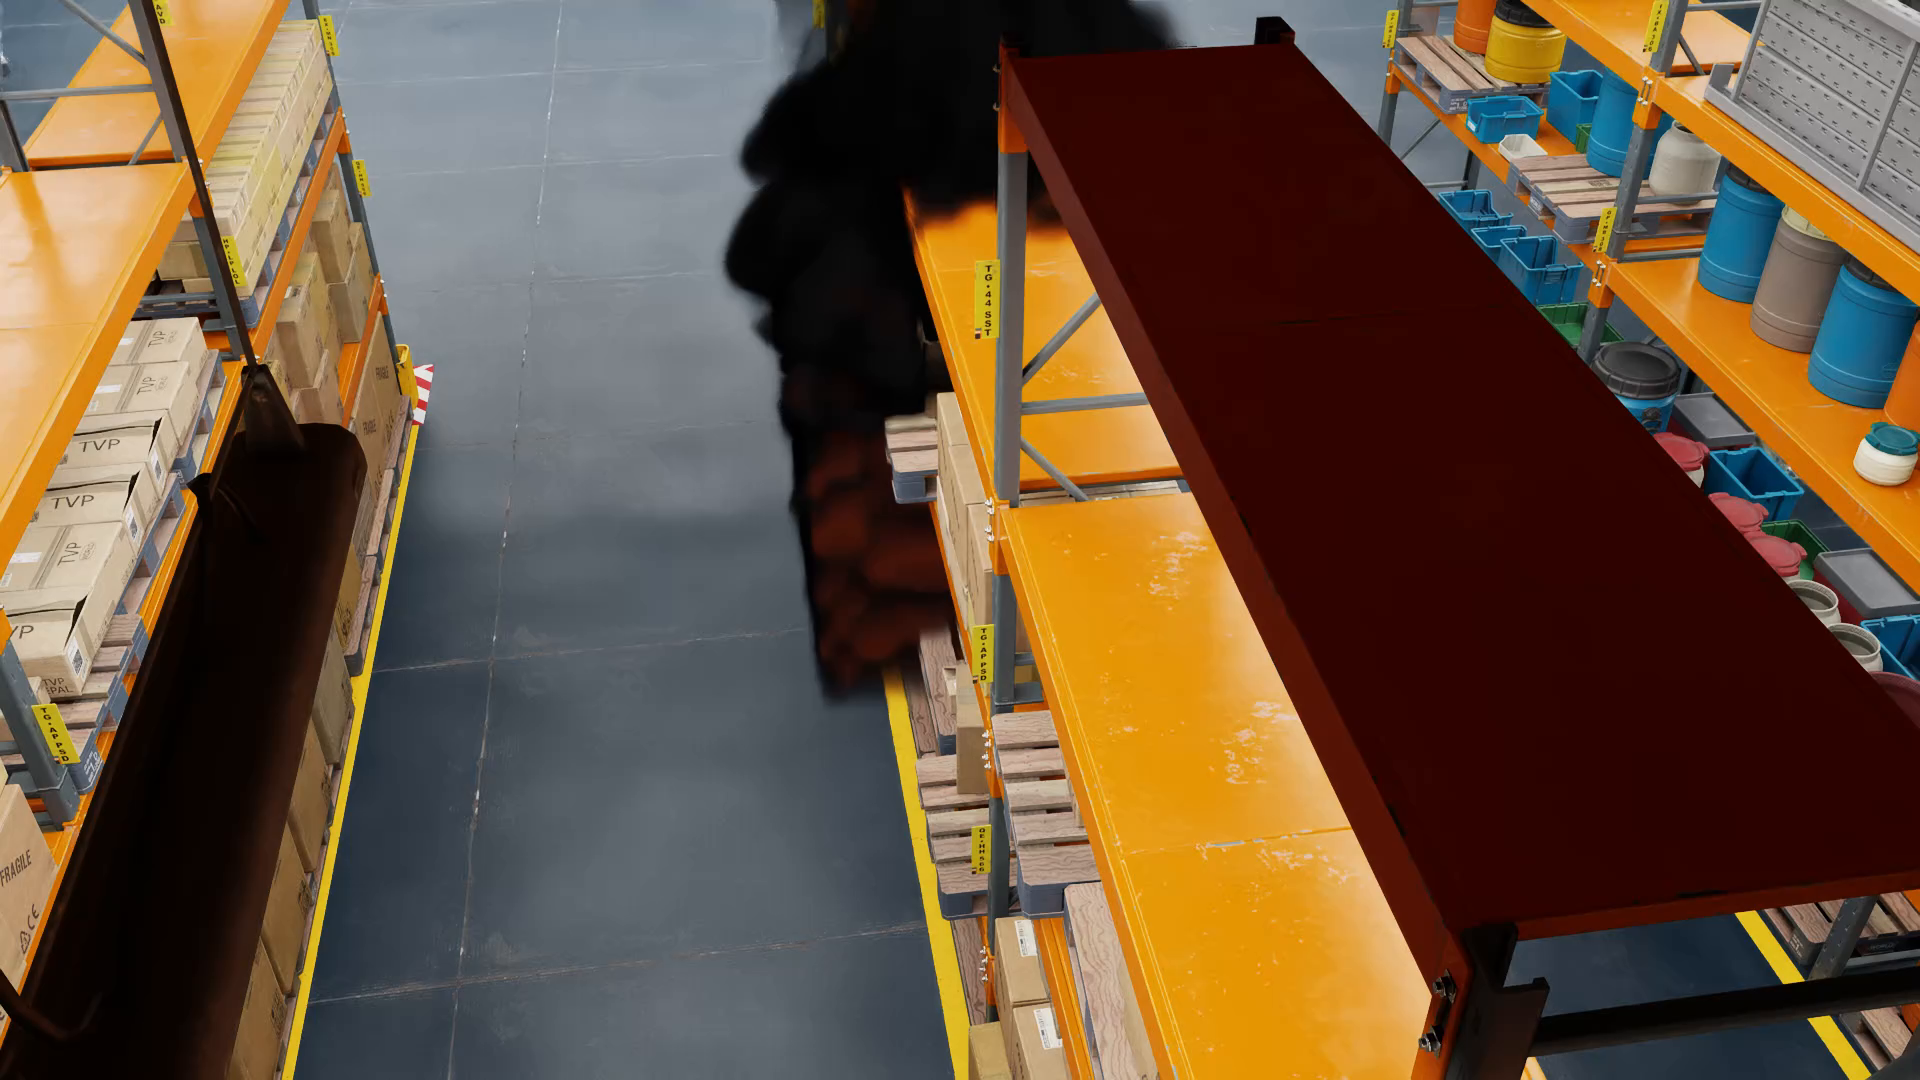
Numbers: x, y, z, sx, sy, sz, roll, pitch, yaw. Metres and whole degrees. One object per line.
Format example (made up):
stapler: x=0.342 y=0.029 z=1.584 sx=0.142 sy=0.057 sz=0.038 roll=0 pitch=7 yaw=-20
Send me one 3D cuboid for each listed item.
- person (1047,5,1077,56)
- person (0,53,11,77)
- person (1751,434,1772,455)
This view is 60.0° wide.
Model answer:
person: x=1.174 y=-5.395 z=19.414 sx=0.670 sy=1.681 sz=0.584 roll=11 pitch=38 yaw=15
person: x=-12.499 y=-6.584 z=20.947 sx=0.593 sy=1.756 sz=0.678 roll=20 pitch=41 yaw=25
person: x=6.572 y=-1.393 z=13.486 sx=0.516 sy=1.651 sz=0.708 roll=-8 pitch=37 yaw=-10
